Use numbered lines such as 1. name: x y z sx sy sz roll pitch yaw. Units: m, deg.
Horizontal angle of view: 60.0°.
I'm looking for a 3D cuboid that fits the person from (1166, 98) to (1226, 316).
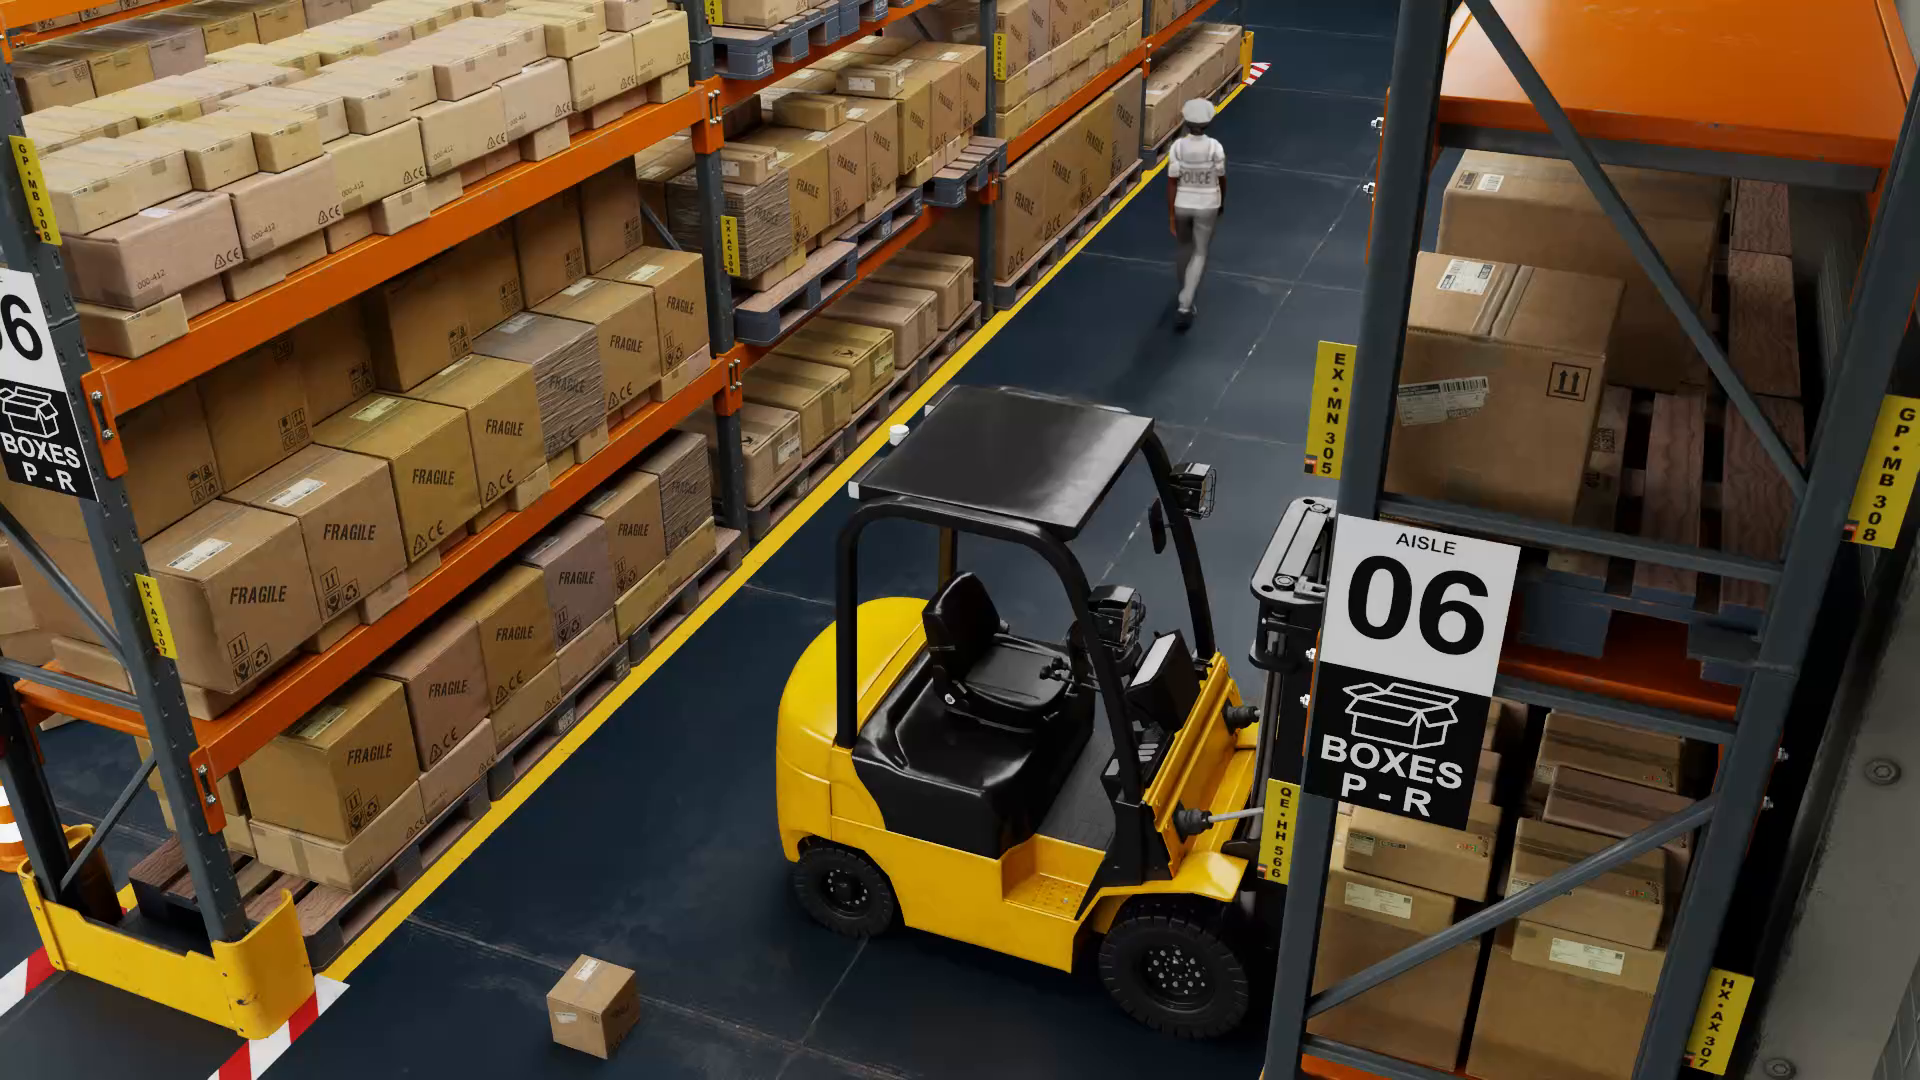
1. person: 1.820 -2.592 12.877 0.435 1.644 0.978 10 31 17
